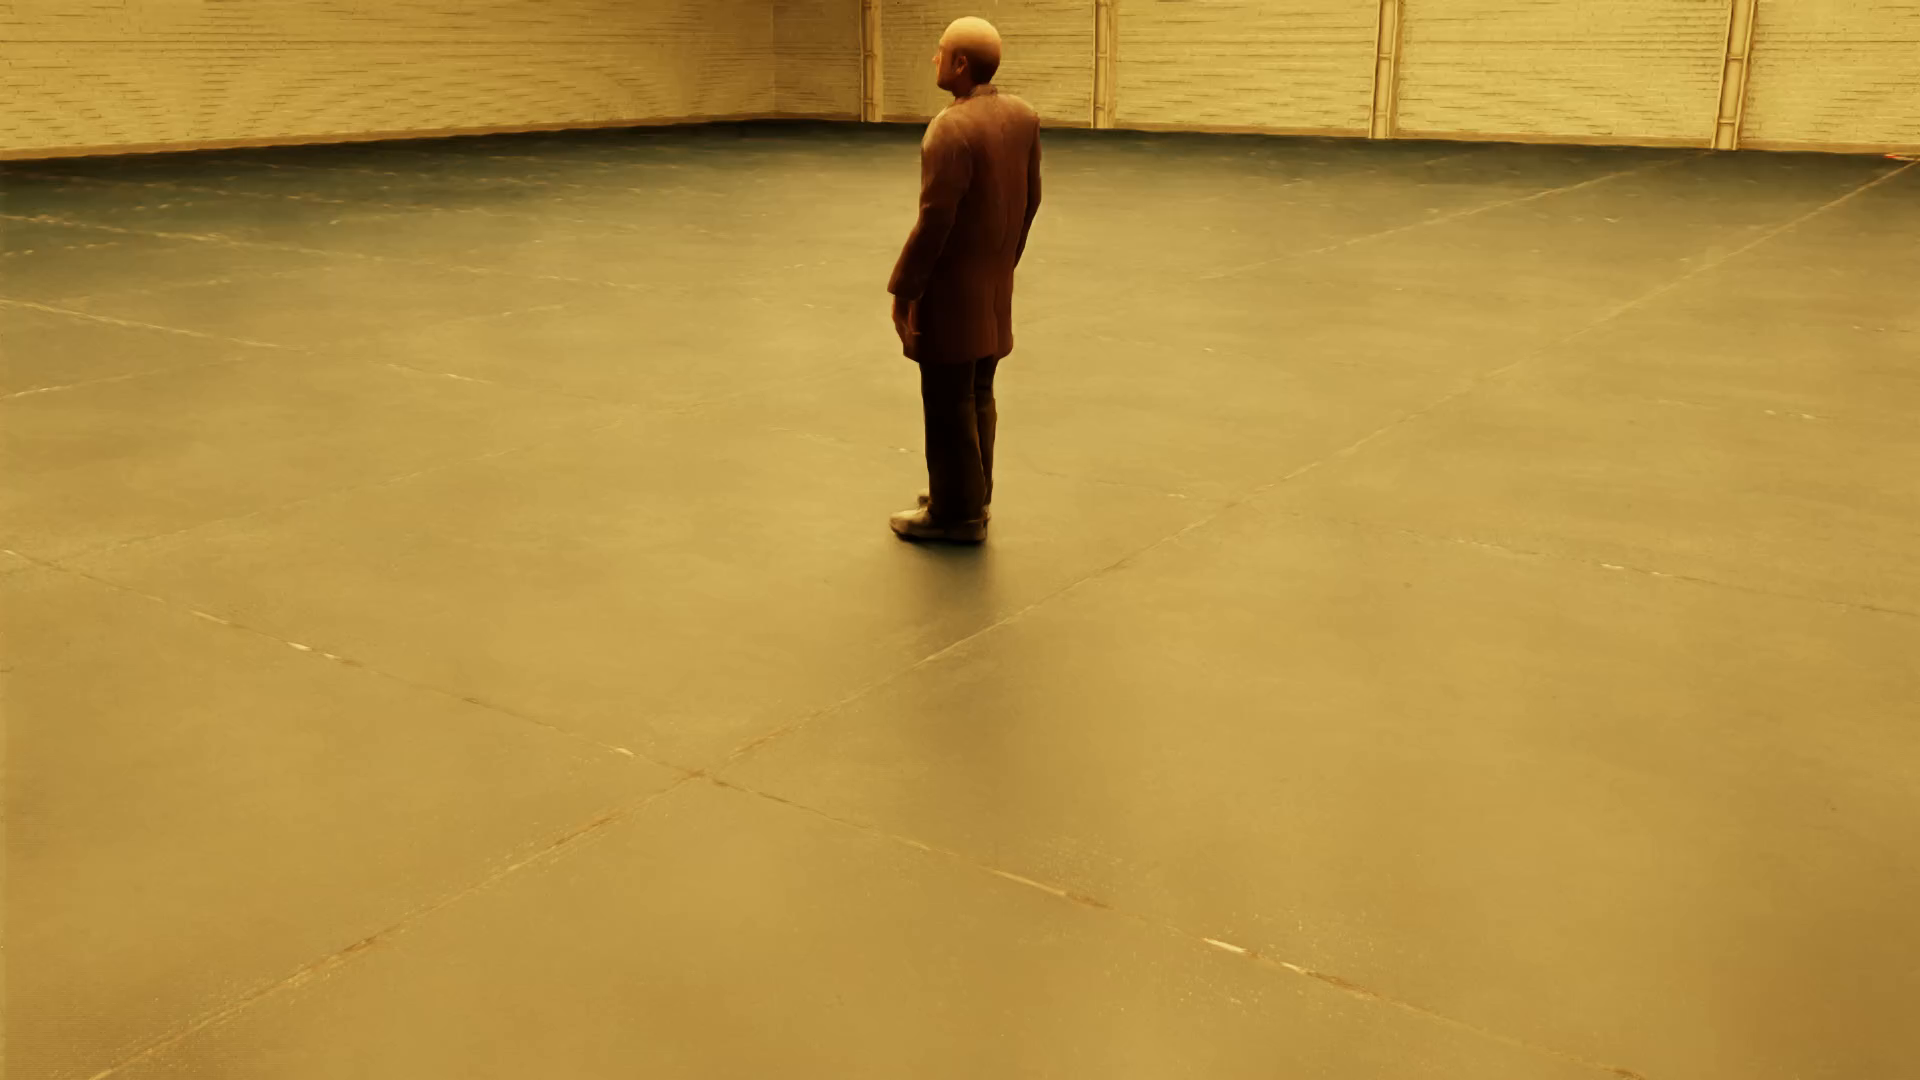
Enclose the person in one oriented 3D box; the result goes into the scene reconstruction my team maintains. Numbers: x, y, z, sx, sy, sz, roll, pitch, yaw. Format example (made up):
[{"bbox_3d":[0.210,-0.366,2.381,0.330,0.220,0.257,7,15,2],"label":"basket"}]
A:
[{"bbox_3d":[-0.073,-0.874,5.745,0.580,1.776,0.694,11,20,33],"label":"person"}]
